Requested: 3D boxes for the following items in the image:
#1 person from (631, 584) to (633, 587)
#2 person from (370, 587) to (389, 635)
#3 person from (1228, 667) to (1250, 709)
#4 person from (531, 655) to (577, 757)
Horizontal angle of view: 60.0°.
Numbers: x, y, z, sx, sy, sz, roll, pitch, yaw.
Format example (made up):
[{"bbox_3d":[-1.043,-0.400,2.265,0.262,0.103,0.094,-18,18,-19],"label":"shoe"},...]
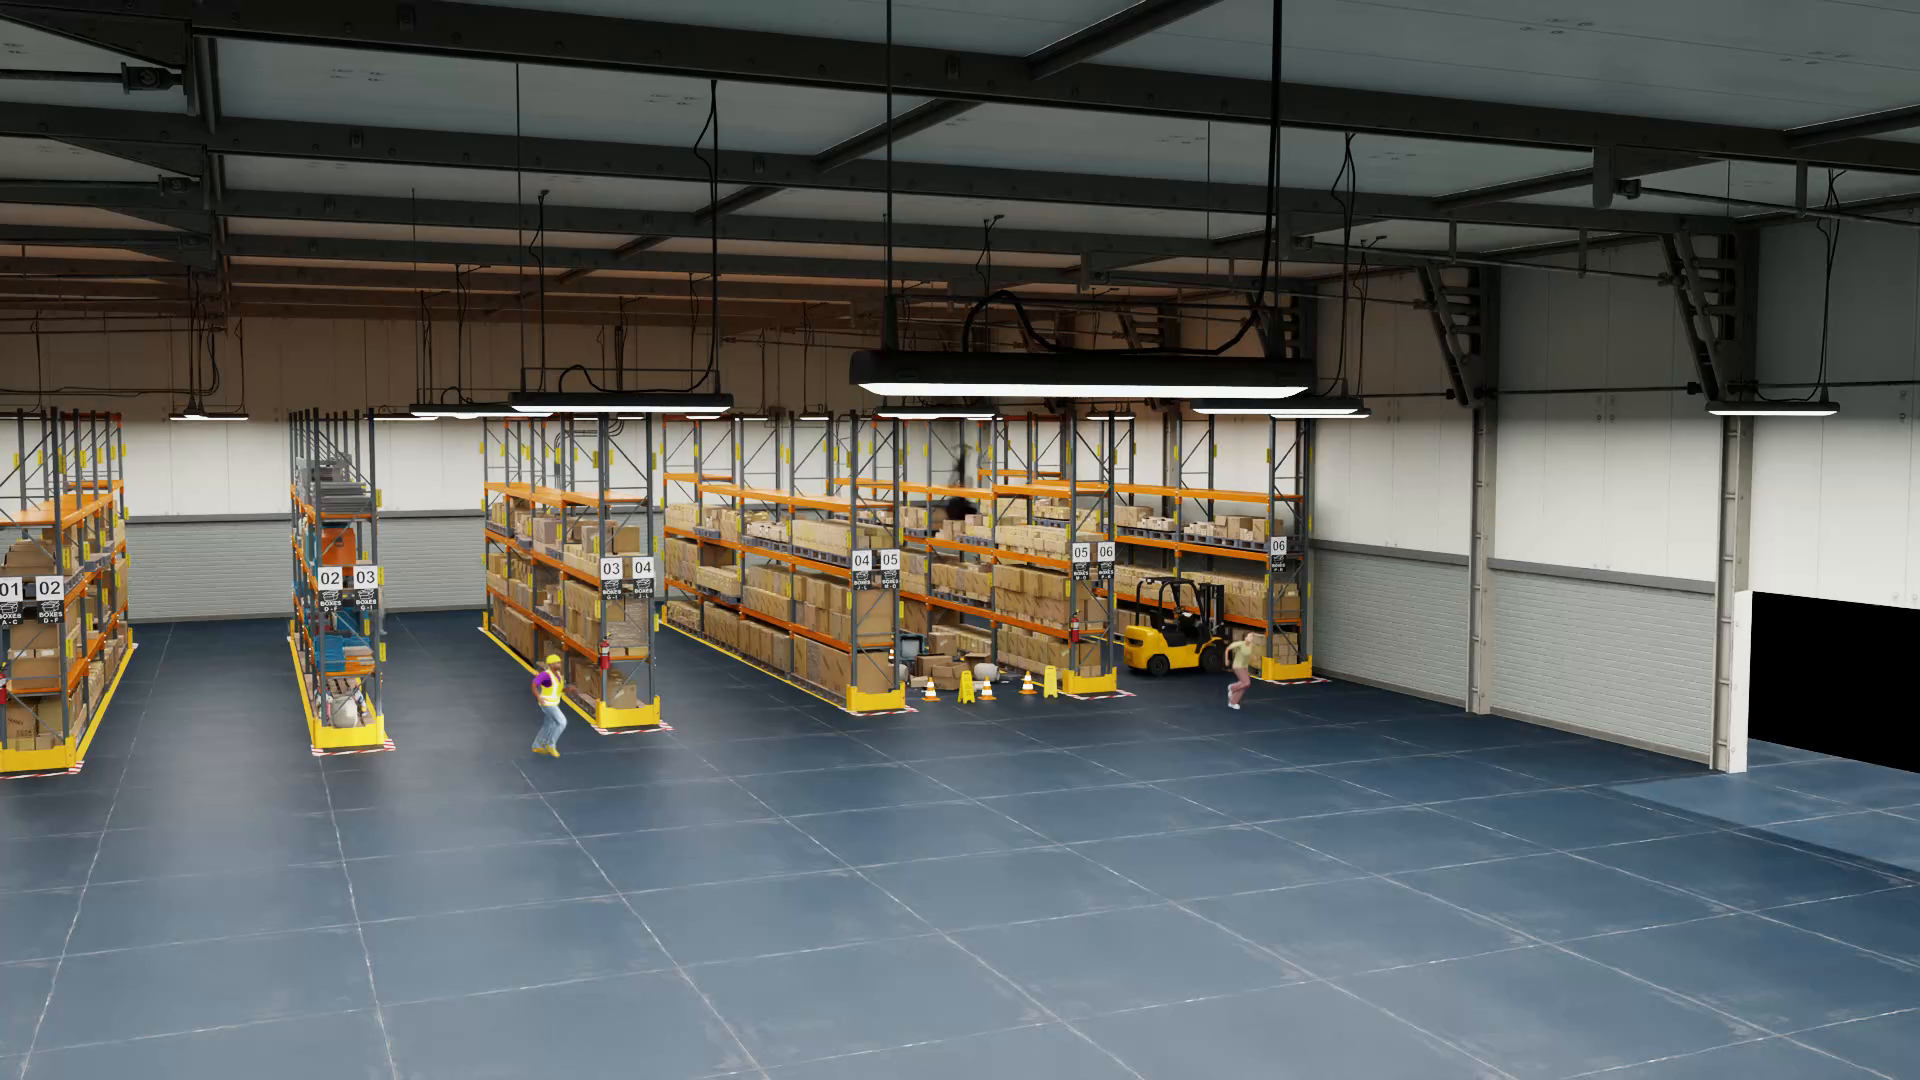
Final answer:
[{"bbox_3d":[-9.400,1.498,48.226,0.636,1.545,0.542,2,5,30],"label":"person"},{"bbox_3d":[-15.870,1.707,45.075,0.677,1.729,0.622,2,5,31],"label":"person"},{"bbox_3d":[5.654,2.904,33.455,0.346,0.970,0.542,-4,5,-41],"label":"person"},{"bbox_3d":[-7.002,2.860,28.577,0.767,1.788,0.697,0,4,4],"label":"person"}]
